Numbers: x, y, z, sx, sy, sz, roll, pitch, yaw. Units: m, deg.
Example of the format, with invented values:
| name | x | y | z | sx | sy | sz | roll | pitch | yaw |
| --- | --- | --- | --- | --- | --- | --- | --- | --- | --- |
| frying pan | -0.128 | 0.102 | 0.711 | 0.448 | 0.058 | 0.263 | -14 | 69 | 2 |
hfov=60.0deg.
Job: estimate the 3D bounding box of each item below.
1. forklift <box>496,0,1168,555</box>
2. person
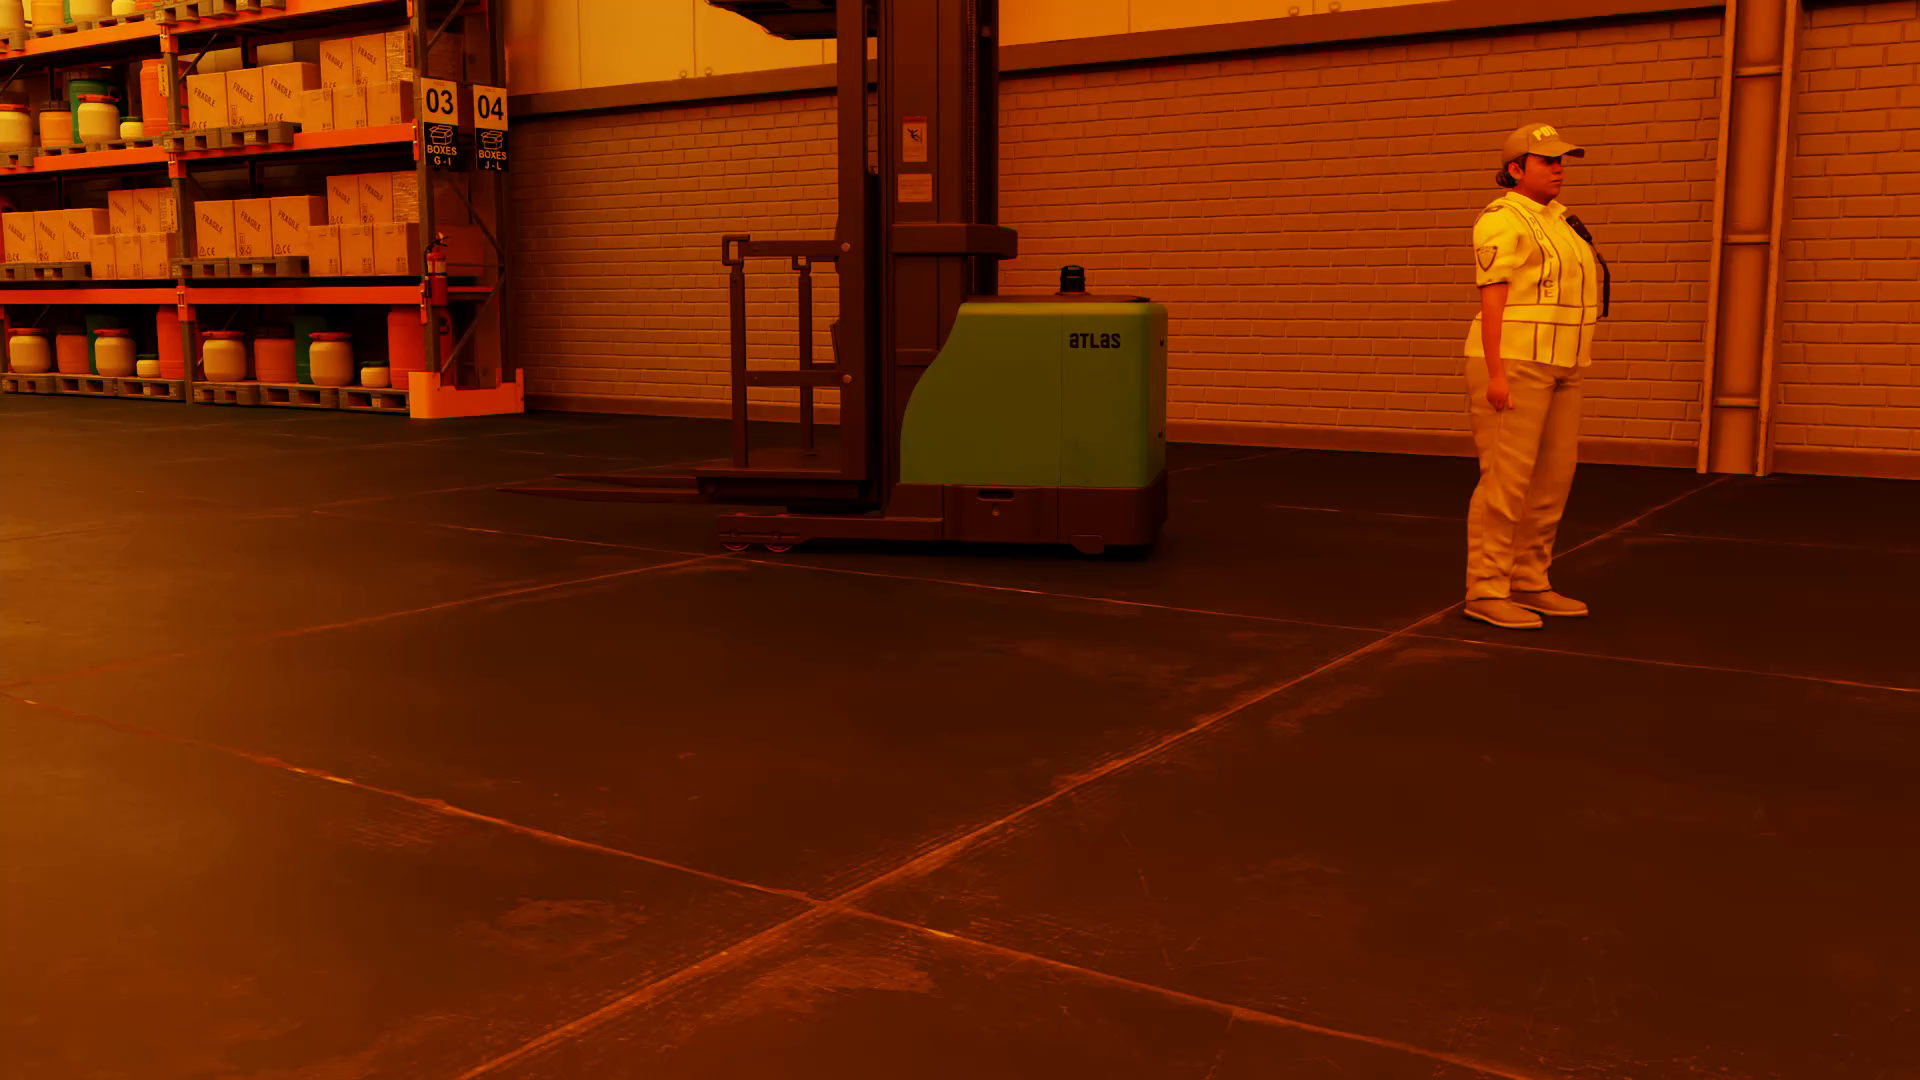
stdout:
| name | x | y | z | sx | sy | sz | roll | pitch | yaw |
| --- | --- | --- | --- | --- | --- | --- | --- | --- | --- |
| forklift | -0.596 | -1.469 | 7.520 | 3.031 | 2.935 | 1.130 | 2 | 8 | 12 |
| person | 1.927 | -0.558 | 5.635 | 0.471 | 1.668 | 0.382 | -7 | 11 | -42 |
